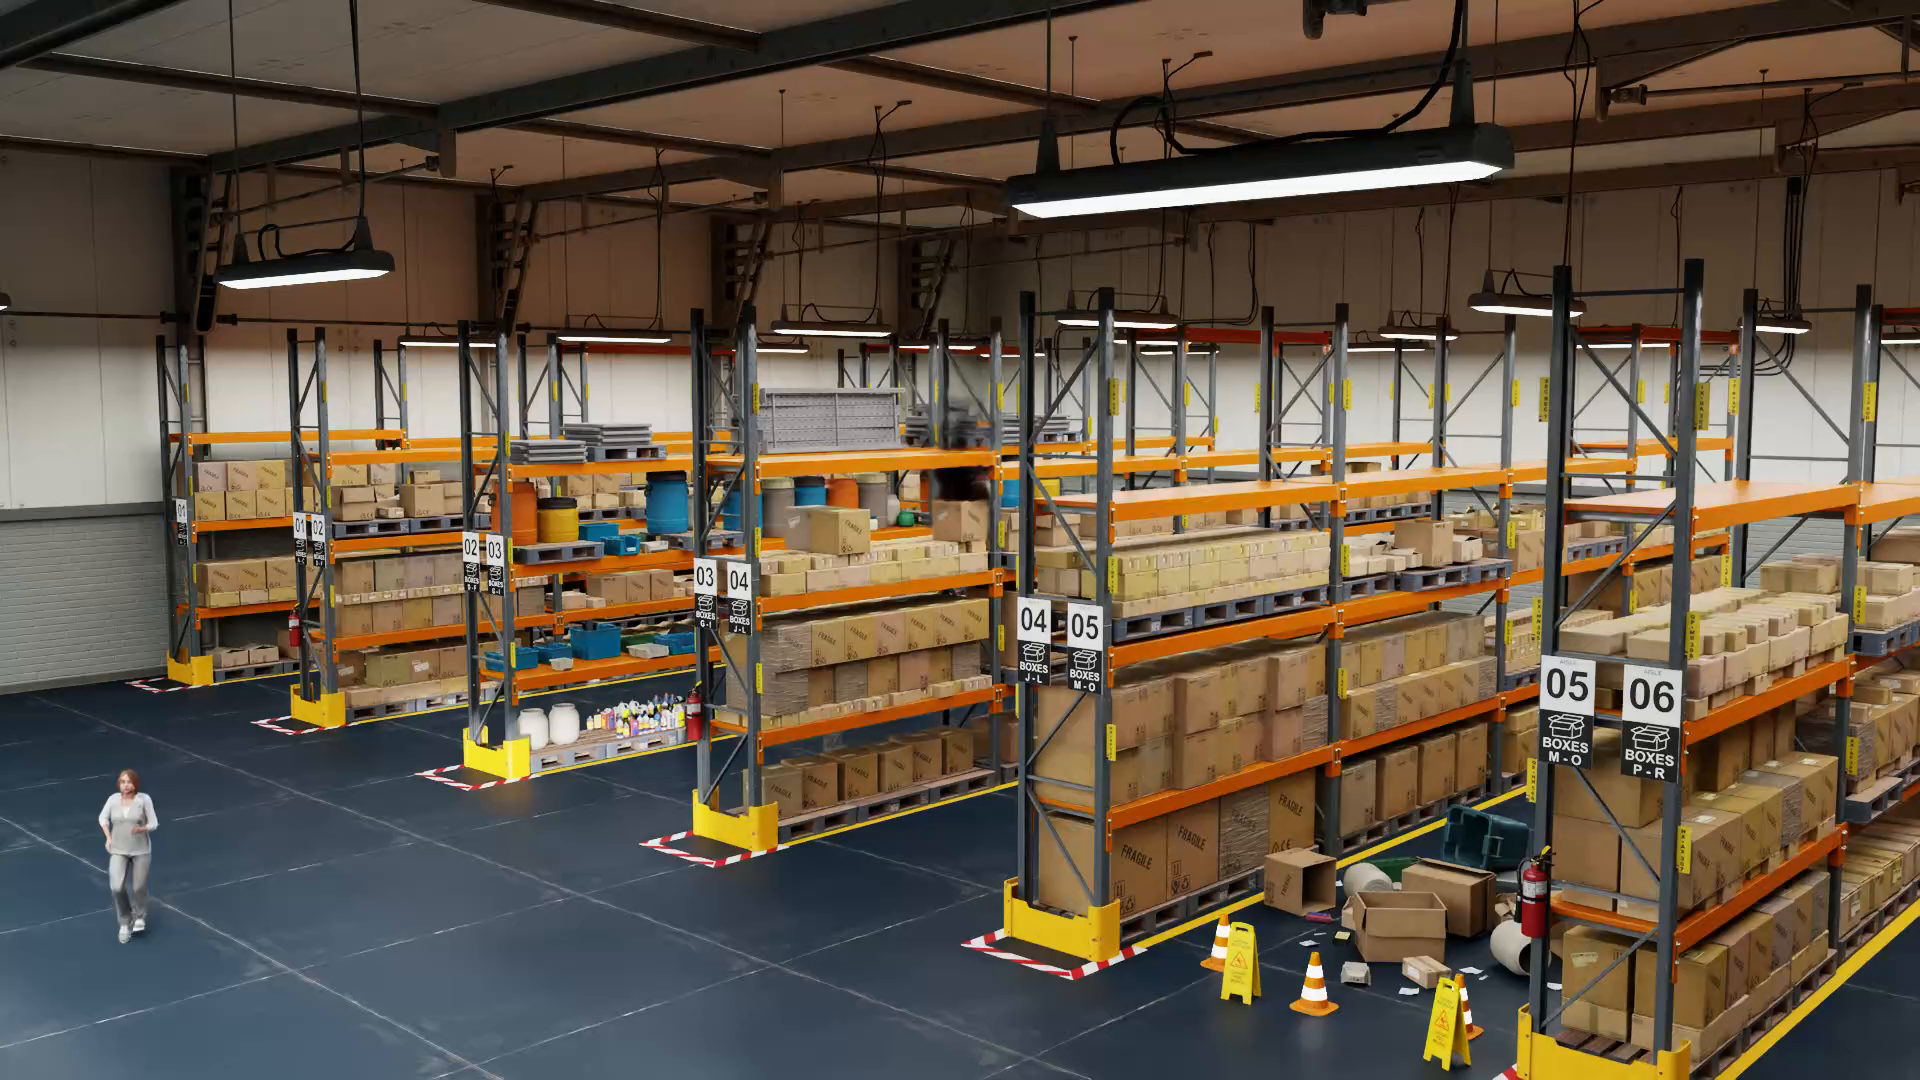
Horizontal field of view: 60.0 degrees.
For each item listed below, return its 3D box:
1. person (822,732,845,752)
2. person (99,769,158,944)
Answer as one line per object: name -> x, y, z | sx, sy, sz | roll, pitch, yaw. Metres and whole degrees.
person -> -1.770, 2.156, 22.485 | 0.664, 1.835, 0.775 | 3, 6, 32
person -> -7.703, 2.975, 15.415 | 0.518, 1.516, 0.635 | -2, 6, -20
